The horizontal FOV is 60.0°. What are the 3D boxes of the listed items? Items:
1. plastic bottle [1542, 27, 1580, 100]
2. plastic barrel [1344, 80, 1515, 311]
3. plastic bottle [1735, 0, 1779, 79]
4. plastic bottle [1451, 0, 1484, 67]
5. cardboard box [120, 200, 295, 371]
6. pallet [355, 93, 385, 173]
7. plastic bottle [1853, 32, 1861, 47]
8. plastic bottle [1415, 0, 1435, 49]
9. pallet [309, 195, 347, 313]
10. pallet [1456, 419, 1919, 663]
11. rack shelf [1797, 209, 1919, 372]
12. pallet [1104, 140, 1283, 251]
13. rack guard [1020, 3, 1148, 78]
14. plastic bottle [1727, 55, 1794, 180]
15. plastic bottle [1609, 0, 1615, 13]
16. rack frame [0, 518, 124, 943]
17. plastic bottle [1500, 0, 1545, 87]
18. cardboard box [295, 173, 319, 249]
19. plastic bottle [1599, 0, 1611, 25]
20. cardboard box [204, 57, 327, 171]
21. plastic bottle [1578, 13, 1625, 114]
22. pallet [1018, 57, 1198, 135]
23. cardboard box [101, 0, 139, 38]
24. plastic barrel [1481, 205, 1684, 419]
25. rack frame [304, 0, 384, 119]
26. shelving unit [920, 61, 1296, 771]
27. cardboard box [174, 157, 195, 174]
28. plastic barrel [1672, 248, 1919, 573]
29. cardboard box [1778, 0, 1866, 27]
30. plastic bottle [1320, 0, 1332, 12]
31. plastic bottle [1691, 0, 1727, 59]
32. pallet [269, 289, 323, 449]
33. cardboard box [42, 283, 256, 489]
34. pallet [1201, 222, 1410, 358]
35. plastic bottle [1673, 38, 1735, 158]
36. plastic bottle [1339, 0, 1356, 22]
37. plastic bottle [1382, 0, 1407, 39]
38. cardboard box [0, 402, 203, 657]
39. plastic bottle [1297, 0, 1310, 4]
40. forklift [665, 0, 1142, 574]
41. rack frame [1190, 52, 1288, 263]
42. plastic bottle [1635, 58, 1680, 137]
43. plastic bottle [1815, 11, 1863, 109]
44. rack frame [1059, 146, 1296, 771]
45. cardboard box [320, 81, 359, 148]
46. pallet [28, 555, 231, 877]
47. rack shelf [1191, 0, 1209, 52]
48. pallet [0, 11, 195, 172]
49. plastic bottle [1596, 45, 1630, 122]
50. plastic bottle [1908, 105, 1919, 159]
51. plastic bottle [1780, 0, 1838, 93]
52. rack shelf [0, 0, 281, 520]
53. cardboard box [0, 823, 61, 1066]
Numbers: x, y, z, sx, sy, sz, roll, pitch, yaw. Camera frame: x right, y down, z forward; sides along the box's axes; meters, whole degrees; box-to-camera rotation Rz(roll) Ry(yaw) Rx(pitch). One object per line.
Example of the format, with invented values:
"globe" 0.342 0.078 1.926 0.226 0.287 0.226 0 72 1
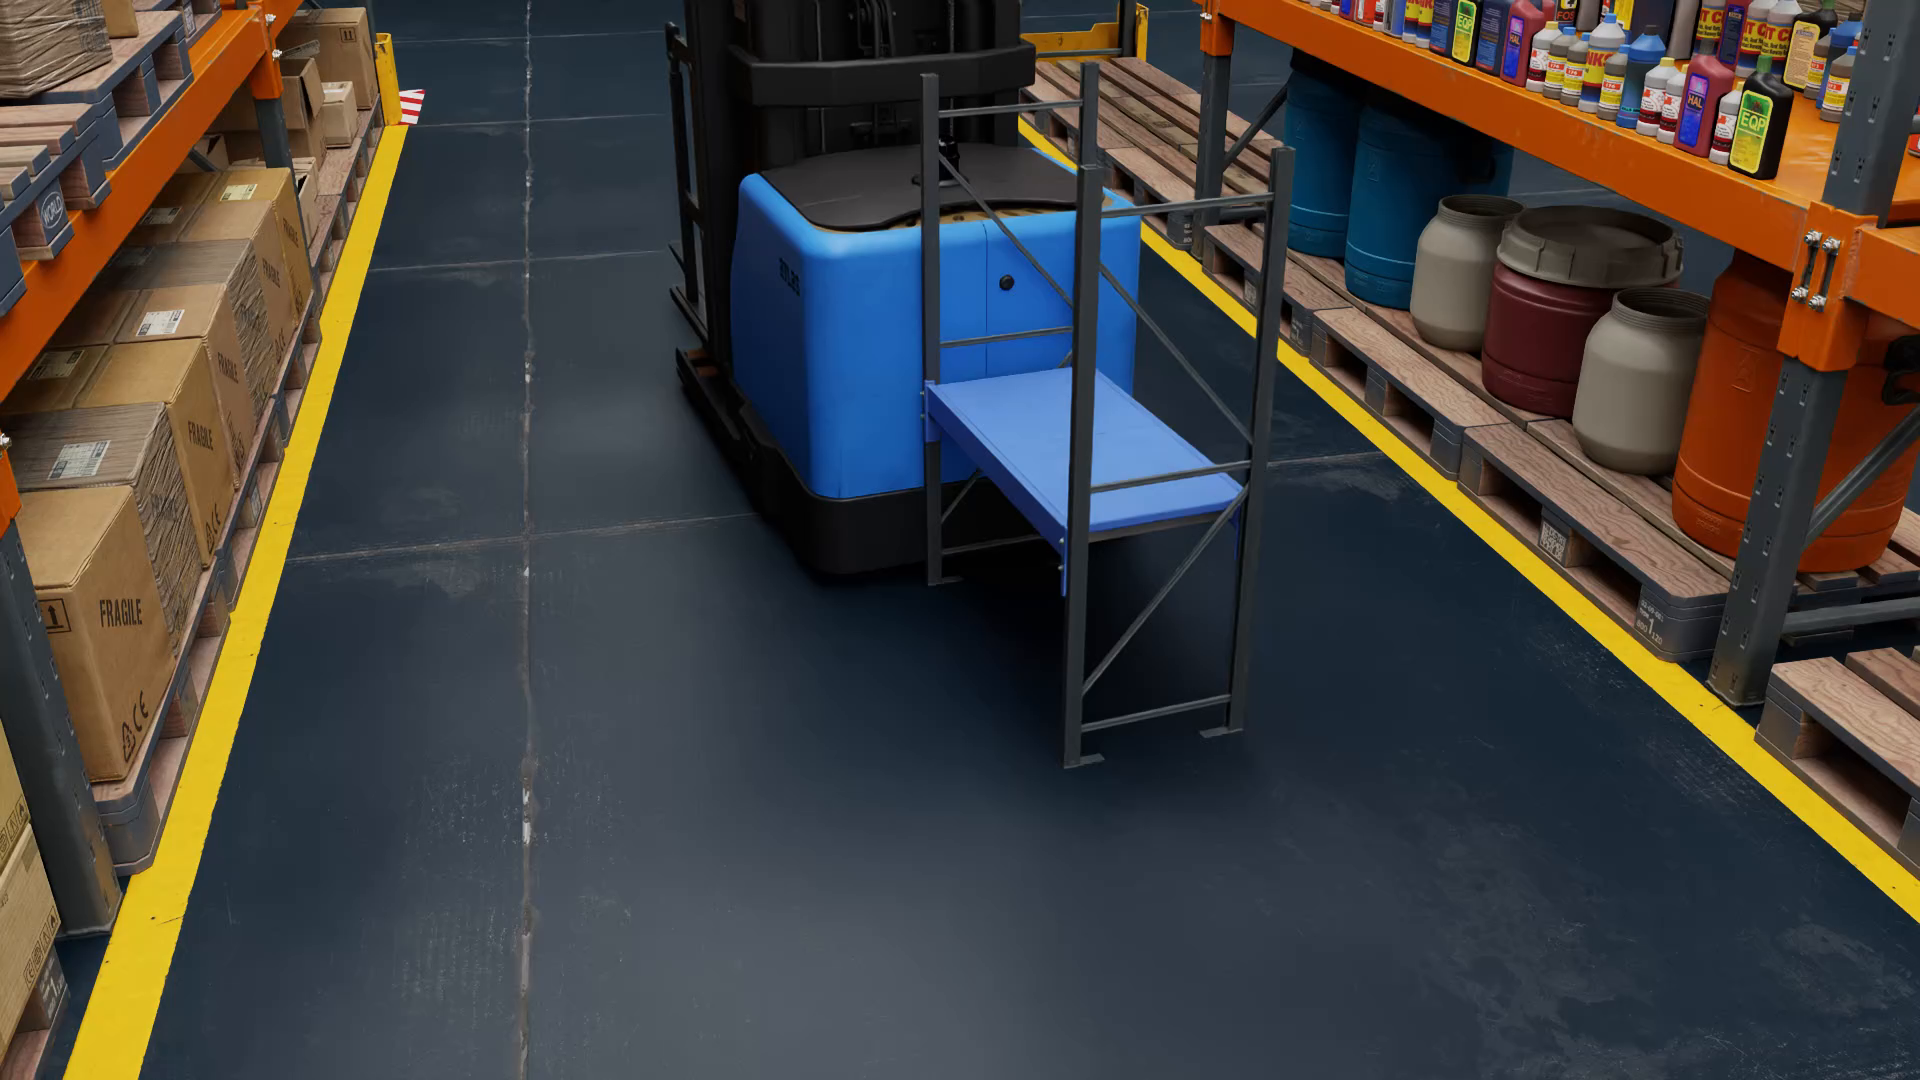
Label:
"plastic bottle" 1.805 -1.425 4.966 0.097 0.201 0.097 0 27 0
"plastic barrel" 1.868 -1.425 6.607 0.600 0.901 0.708 -6 27 -12
"plastic bottle" 2.513 -1.594 5.223 0.097 0.271 0.097 0 27 0
"plastic bottle" 1.667 -1.693 5.405 0.061 0.283 0.133 -6 27 -12
"cardboard box" -2.731 -0.899 5.989 0.500 0.500 0.500 -6 27 -11
"pallet" -3.929 -2.352 9.676 1.003 0.211 1.213 -6 27 -12
"plastic bottle" 2.617 -1.340 4.714 0.152 0.276 0.135 -6 27 -12
"plastic bottle" 1.617 -1.822 5.673 0.097 0.271 0.097 0 27 0
"pallet" -3.379 -1.281 7.554 1.003 0.211 1.213 -6 27 -12
"pallet" 2.285 -0.067 5.148 1.003 0.211 1.213 -6 27 -12
"rack shelf" 2.954 0.229 2.265 1.077 0.370 4.000 -6 27 -12
"pallet" 1.398 -1.800 8.581 1.003 0.211 1.213 -6 27 -12
"rack guard" 0.682 -3.375 11.382 1.175 0.500 0.348 -6 27 -12
"plastic bottle" 1.997 -1.052 4.135 0.061 0.283 0.133 -6 27 -12
"plastic bottle" 2.308 -1.873 5.774 0.097 0.271 0.097 0 27 0
"rack frame" -2.323 -0.468 2.849 1.000 3.000 0.127 -6 27 -12
"plastic bottle" 1.739 -1.554 5.129 0.061 0.283 0.133 -6 27 -12
"cardboard box" -3.109 -1.427 7.243 0.500 0.311 0.500 -6 27 -12
"plastic bottle" 2.337 -1.906 5.918 0.097 0.201 0.097 0 27 0
"cardboard box" -3.653 -2.131 8.424 0.797 0.503 0.637 -6 27 -12
"plastic bottle" 1.849 -1.371 4.781 0.097 0.271 0.097 0 27 0
"pallet" 0.849 -2.871 10.704 1.003 0.211 1.213 -6 27 -12
"cardboard box" -2.766 -1.687 4.687 0.700 0.500 0.500 -13 30 -25
"plastic barrel" 2.122 -0.789 5.695 0.600 0.588 0.708 -6 27 -12
"rack frame" -4.126 -3.980 9.807 1.000 3.000 0.127 -6 27 -12
"shelving unit" 0.311 -0.358 4.295 0.538 1.500 1.048 -9 28 -18
"cardboard box" -3.630 -1.526 7.231 0.500 0.500 0.500 -6 27 -12
"plastic barrel" 2.377 -0.401 4.659 0.600 0.830 0.708 -6 27 -12
"cardboard box" 5.953 -3.551 10.849 0.875 0.875 0.875 -6 27 -12
"plastic bottle" 1.439 -2.138 6.377 0.097 0.201 0.097 0 27 0
"plastic bottle" 2.461 -1.696 5.423 0.097 0.271 0.097 0 27 0
"pallet" -3.005 -0.626 6.256 1.003 0.211 1.213 -6 27 -12
"cardboard box" -2.502 -0.456 5.111 0.500 0.500 0.500 -7 28 -13
"pallet" 1.735 -1.138 7.270 1.003 0.211 1.213 -6 27 -12
"plastic bottle" 1.945 -1.153 4.335 0.061 0.283 0.133 -6 27 -12
"plastic bottle" 1.469 -2.079 6.170 0.061 0.283 0.133 -6 27 -12
"plastic bottle" 1.596 -1.920 5.863 0.152 0.276 0.135 -6 27 -12
"cardboard box" -2.271 -0.007 4.221 0.500 0.500 0.500 -7 28 -13
"plastic bottle" 1.418 -2.268 6.552 0.152 0.276 0.135 -6 27 -12
"forklift" -0.445 -1.851 5.664 1.130 2.935 3.031 -9 28 -18
"rack frame" 1.602 -2.726 7.321 1.000 3.000 0.127 -6 27 -12
"plastic bottle" 1.914 -1.212 4.542 0.097 0.201 0.097 0 27 0
"plastic bottle" 2.558 -1.386 4.809 0.097 0.271 0.097 0 27 0
"rack frame" 0.487 -0.143 3.869 0.500 1.500 0.032 -9 28 -18
"cardboard box" -3.579 -2.315 9.072 0.500 0.250 0.500 -6 27 -12
"pallet" -2.455 0.445 4.134 1.003 0.211 1.213 -6 27 -12
"rack shelf" 1.151 -3.283 9.223 1.077 0.370 4.000 -6 27 -12
"pallet" -2.766 -1.236 4.583 1.003 0.211 1.213 -6 27 -12
"plastic bottle" 1.871 -1.297 4.712 0.097 0.201 0.097 0 27 0
"plastic bottle" 2.573 -1.122 4.281 0.152 0.276 0.135 -6 27 -12
"plastic bottle" 2.579 -1.508 5.039 0.061 0.283 0.133 -6 27 -12
"rack shelf" -2.774 -1.025 4.751 1.077 0.370 4.000 -6 27 -12
"cardboard box" -1.967 0.778 2.965 0.500 0.250 0.500 -5 27 -10
